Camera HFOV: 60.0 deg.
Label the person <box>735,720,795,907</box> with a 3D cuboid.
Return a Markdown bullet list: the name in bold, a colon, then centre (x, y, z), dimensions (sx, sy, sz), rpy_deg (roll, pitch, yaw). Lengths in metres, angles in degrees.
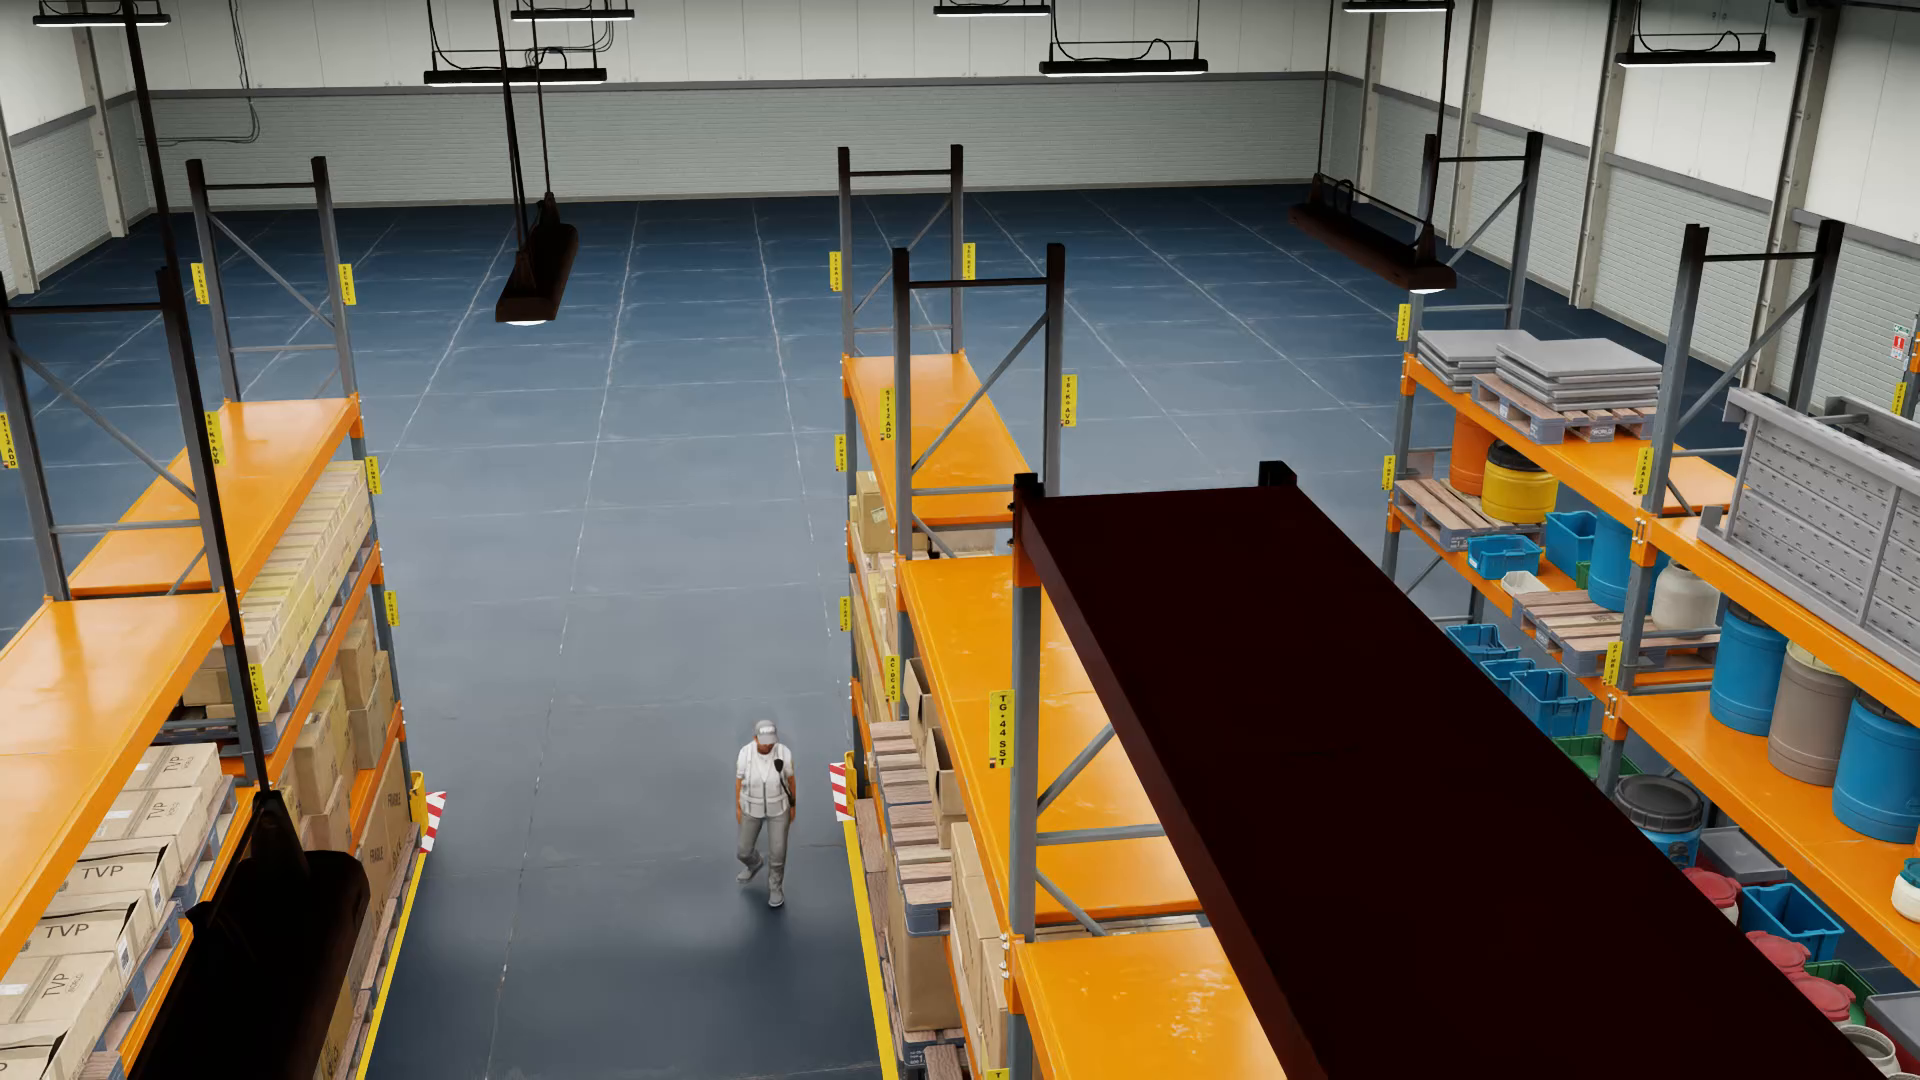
- **person**: centre (-1.632, 2.213, 13.819), dimensions (0.536, 1.660, 0.522), rpy_deg (-2, 22, -6)
